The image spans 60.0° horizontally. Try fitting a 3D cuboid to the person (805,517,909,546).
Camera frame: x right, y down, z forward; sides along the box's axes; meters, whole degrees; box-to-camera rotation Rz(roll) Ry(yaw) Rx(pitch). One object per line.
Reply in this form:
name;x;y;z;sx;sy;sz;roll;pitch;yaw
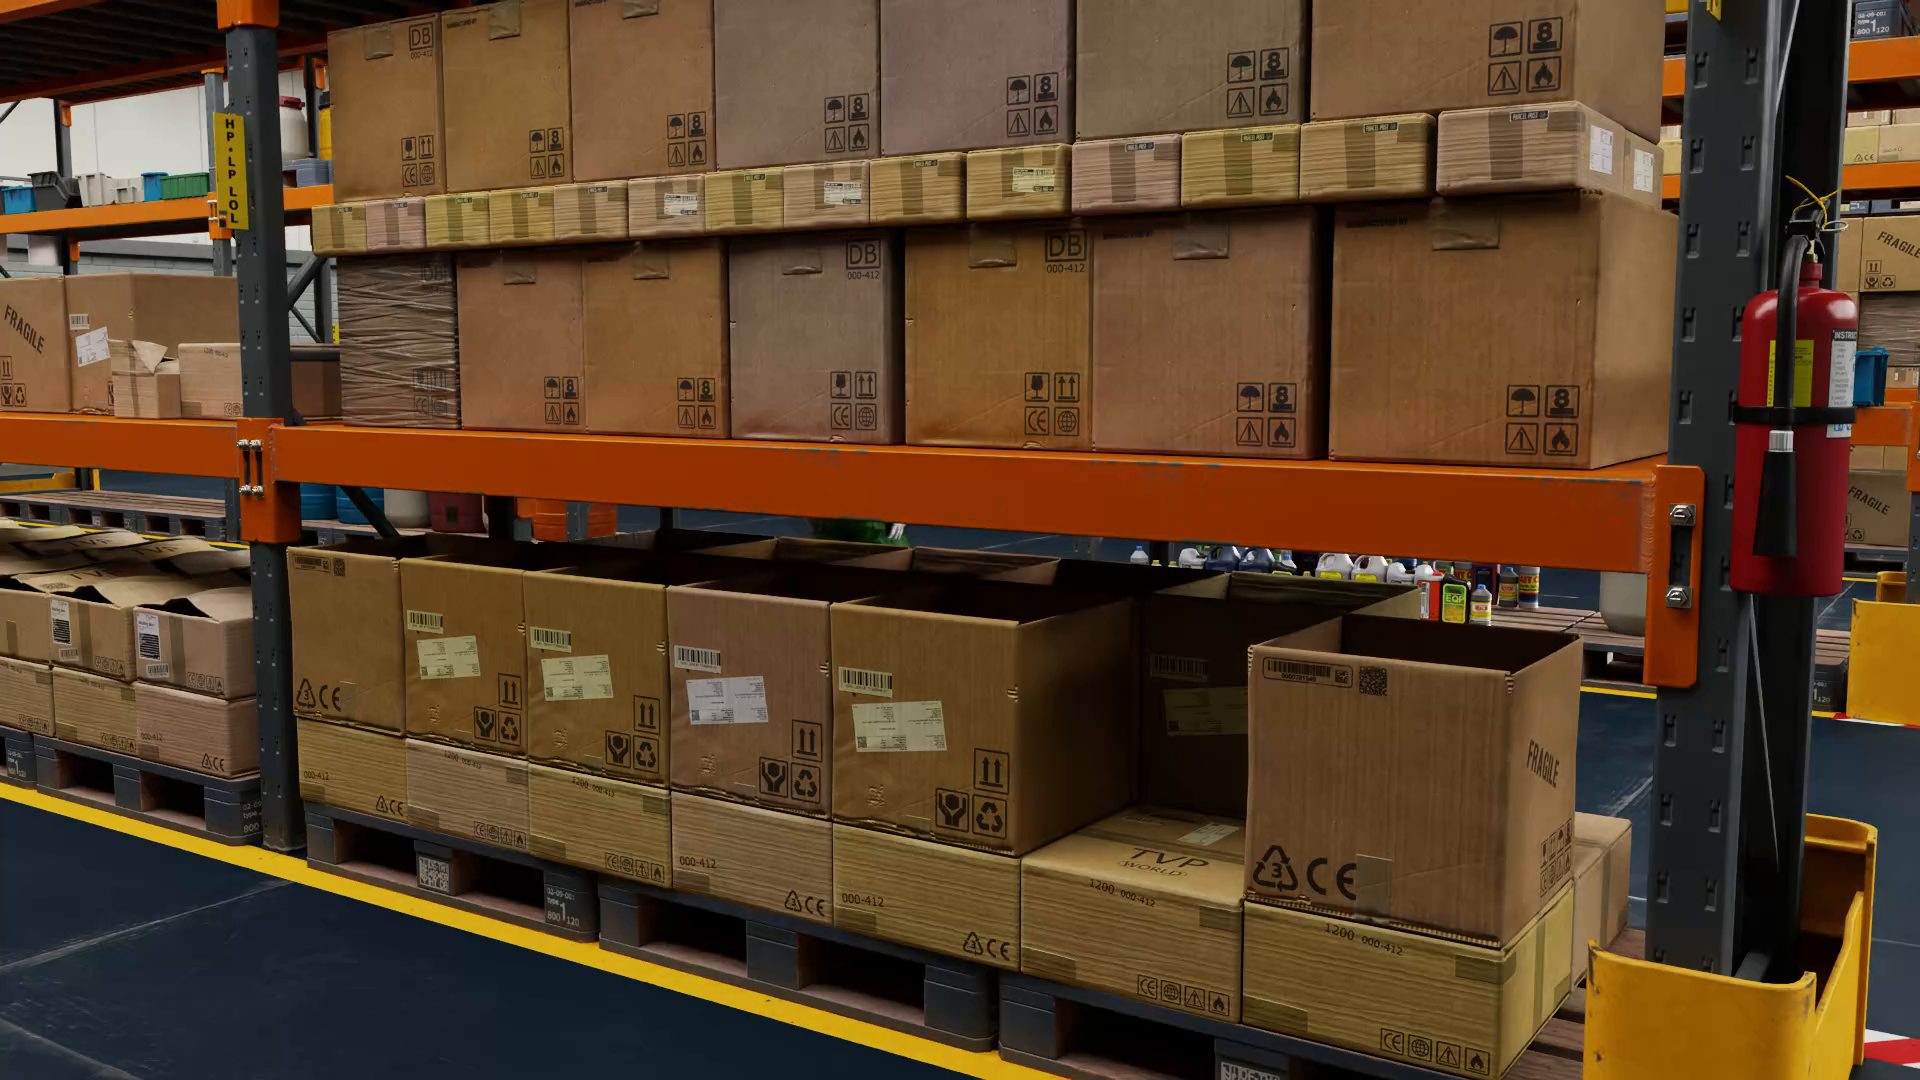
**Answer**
person;-0.434;-0.140;6.891;0.524;1.787;0.346;4;8;35
